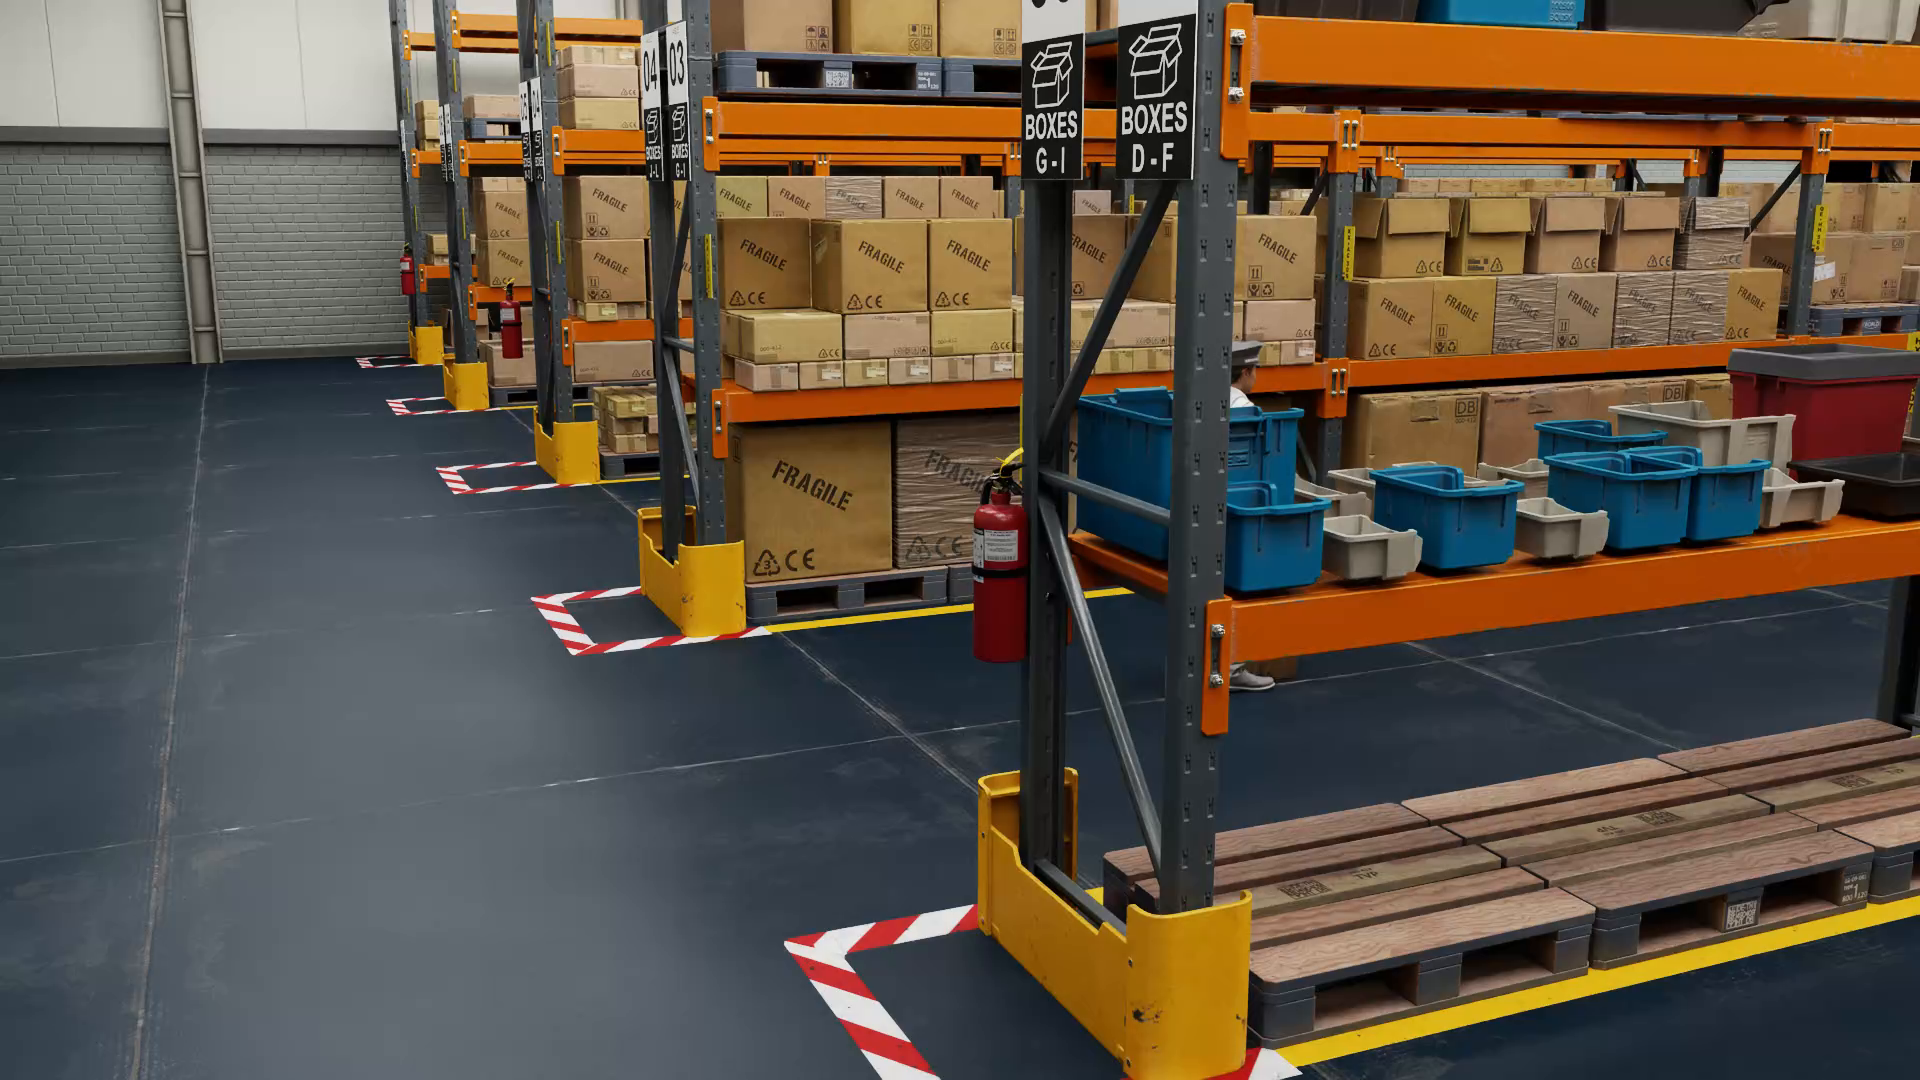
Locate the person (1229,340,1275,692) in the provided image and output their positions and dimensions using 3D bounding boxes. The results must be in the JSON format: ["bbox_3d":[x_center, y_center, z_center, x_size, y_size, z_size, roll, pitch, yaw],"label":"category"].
[{"bbox_3d":[1.277,-0.122,8.023,0.374,1.662,0.539,-6,14,-26],"label":"person"}]
